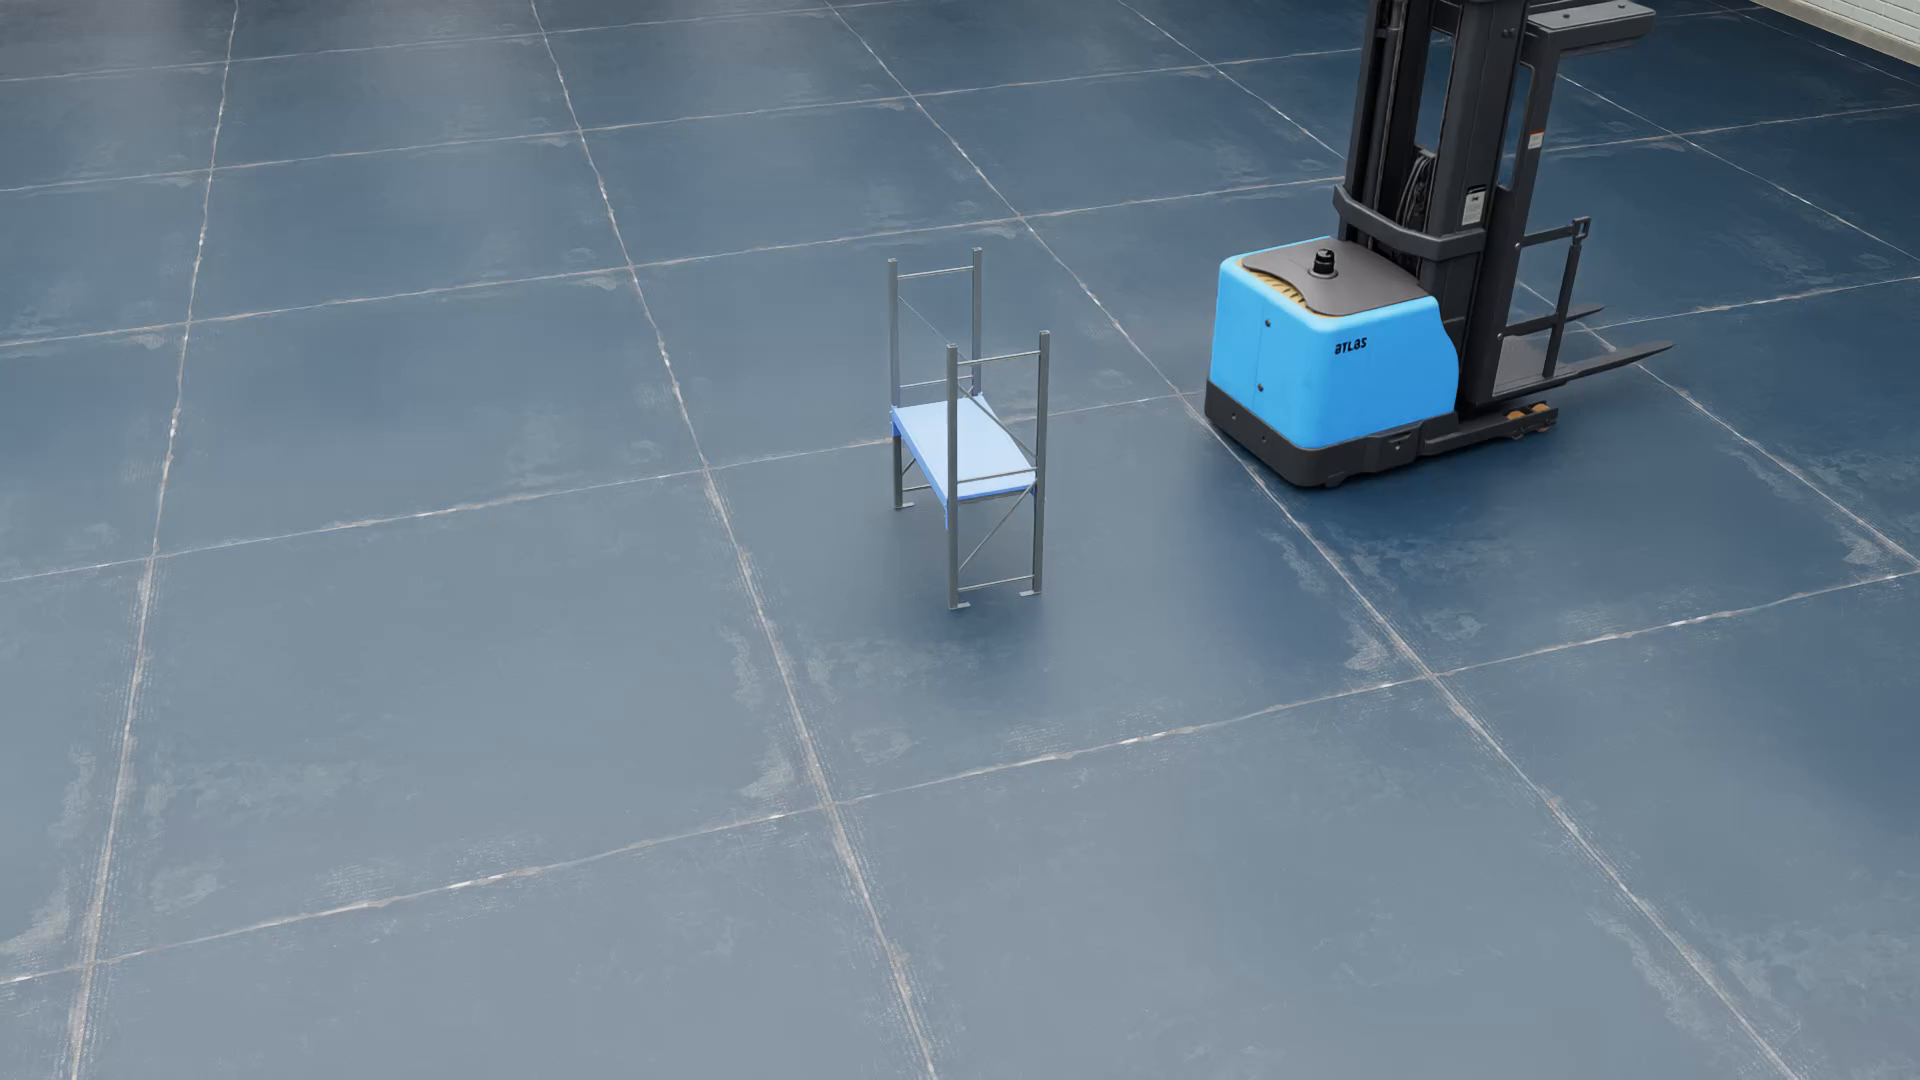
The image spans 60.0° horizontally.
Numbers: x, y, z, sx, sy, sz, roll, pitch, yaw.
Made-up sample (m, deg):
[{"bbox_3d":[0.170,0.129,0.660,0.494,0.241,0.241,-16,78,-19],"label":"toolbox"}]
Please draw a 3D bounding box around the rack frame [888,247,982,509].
[{"bbox_3d":[-0.129,-0.848,8.992,0.500,1.500,0.032,-10,35,-15],"label":"rack frame"}]

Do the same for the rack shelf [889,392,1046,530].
[{"bbox_3d":[0.026,-0.431,8.687,0.538,0.185,1.000,-10,35,-15],"label":"rack shelf"}]

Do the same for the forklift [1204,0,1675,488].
[{"bbox_3d":[3.036,-2.073,9.549,3.031,2.935,1.130,-15,36,-22],"label":"forklift"}]

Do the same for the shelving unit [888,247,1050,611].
[{"bbox_3d":[0.026,-0.581,8.588,0.538,1.500,1.048,-10,35,-15],"label":"shelving unit"}]

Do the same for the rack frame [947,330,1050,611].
[{"bbox_3d":[0.181,-0.314,8.184,0.500,1.500,0.032,-10,35,-15],"label":"rack frame"}]
